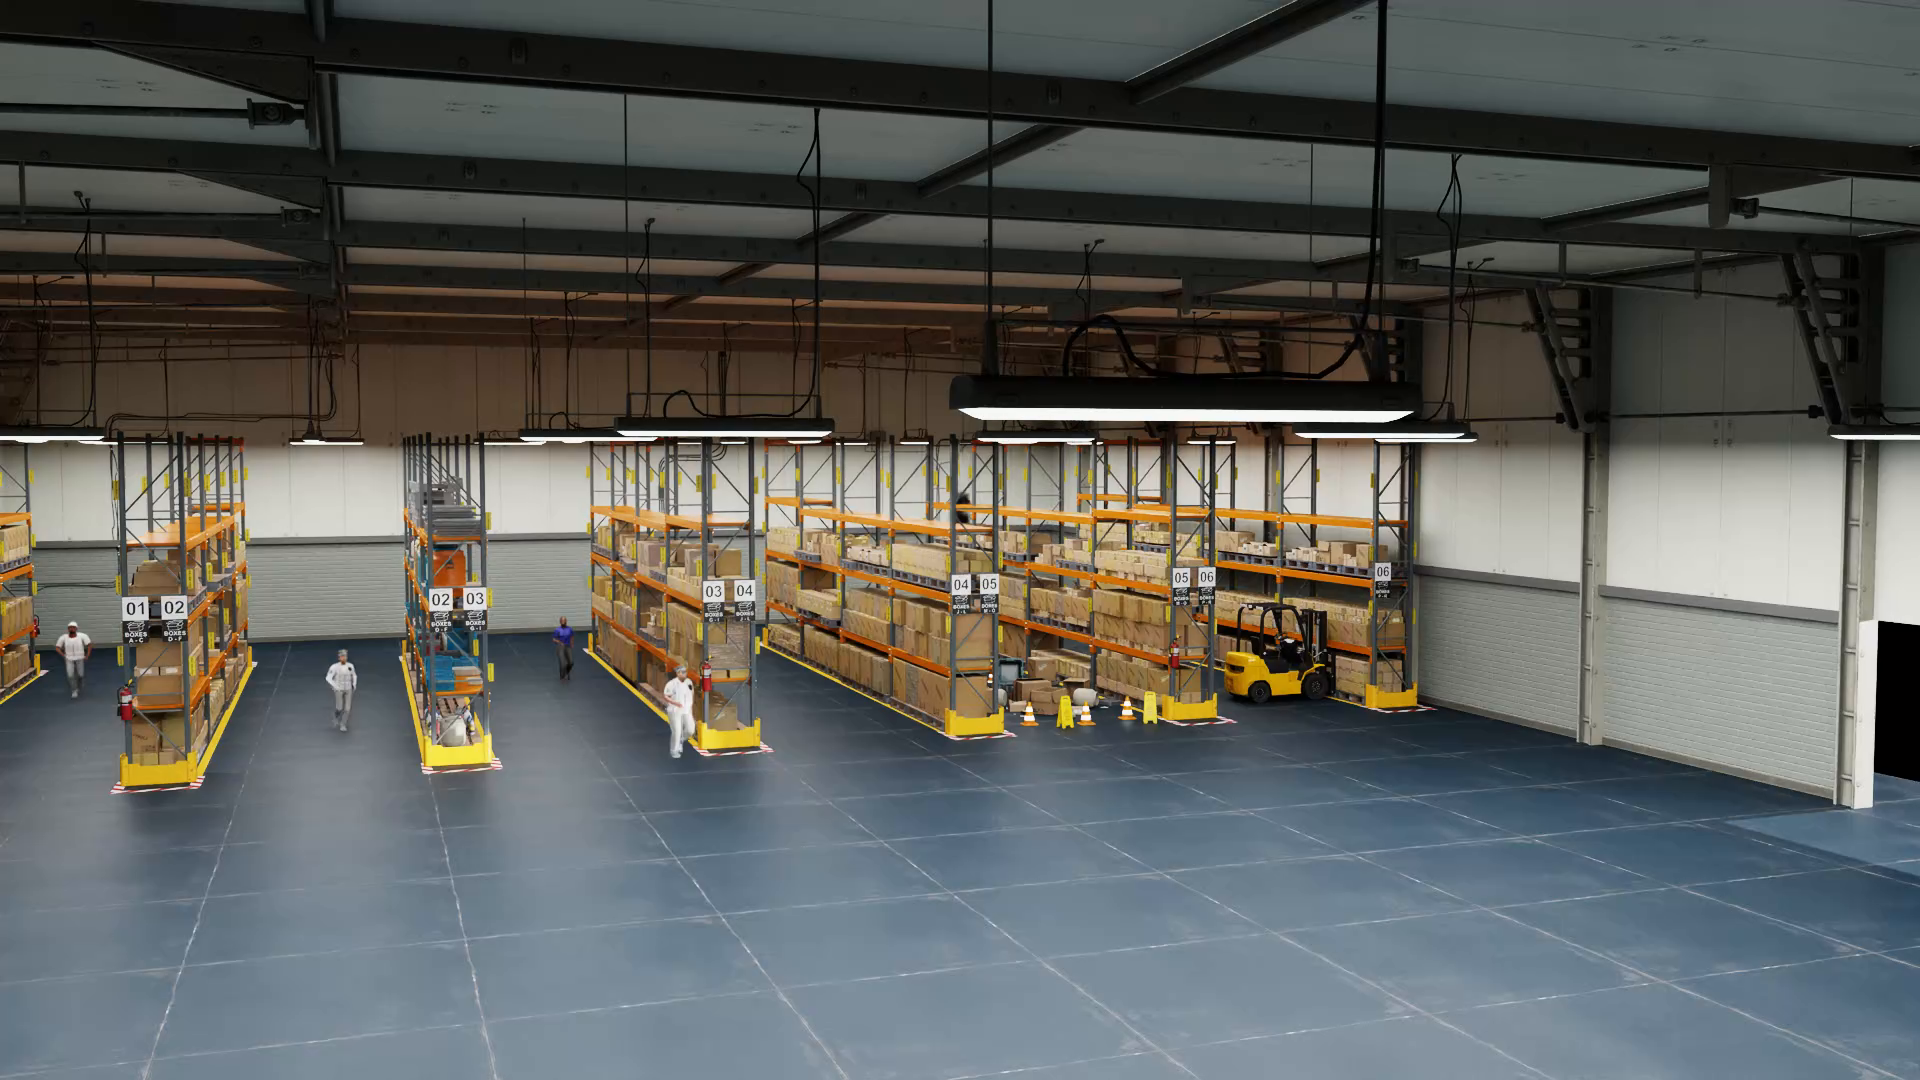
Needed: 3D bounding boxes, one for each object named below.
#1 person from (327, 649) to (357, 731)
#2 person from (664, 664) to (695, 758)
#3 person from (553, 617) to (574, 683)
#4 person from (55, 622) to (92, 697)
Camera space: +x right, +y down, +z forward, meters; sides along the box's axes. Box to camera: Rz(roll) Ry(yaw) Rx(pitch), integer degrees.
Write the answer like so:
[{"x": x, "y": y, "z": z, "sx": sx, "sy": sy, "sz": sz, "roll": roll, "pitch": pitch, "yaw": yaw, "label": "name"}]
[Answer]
[{"x": -12.488, "y": 3.029, "z": 33.650, "sx": 0.601, "sy": 1.652, "sz": 0.543, "roll": -2, "pitch": 4, "yaw": -35, "label": "person"}, {"x": -5.141, "y": 3.165, "z": 30.759, "sx": 0.684, "sy": 1.728, "sz": 0.611, "roll": -3, "pitch": 4, "yaw": -40, "label": "person"}, {"x": -9.595, "y": 2.670, "z": 40.418, "sx": 0.565, "sy": 1.611, "sz": 0.553, "roll": -2, "pitch": 4, "yaw": -28, "label": "person"}, {"x": -20.427, "y": 2.746, "z": 38.338, "sx": 0.749, "sy": 1.722, "sz": 0.583, "roll": -2, "pitch": 4, "yaw": -28, "label": "person"}]
